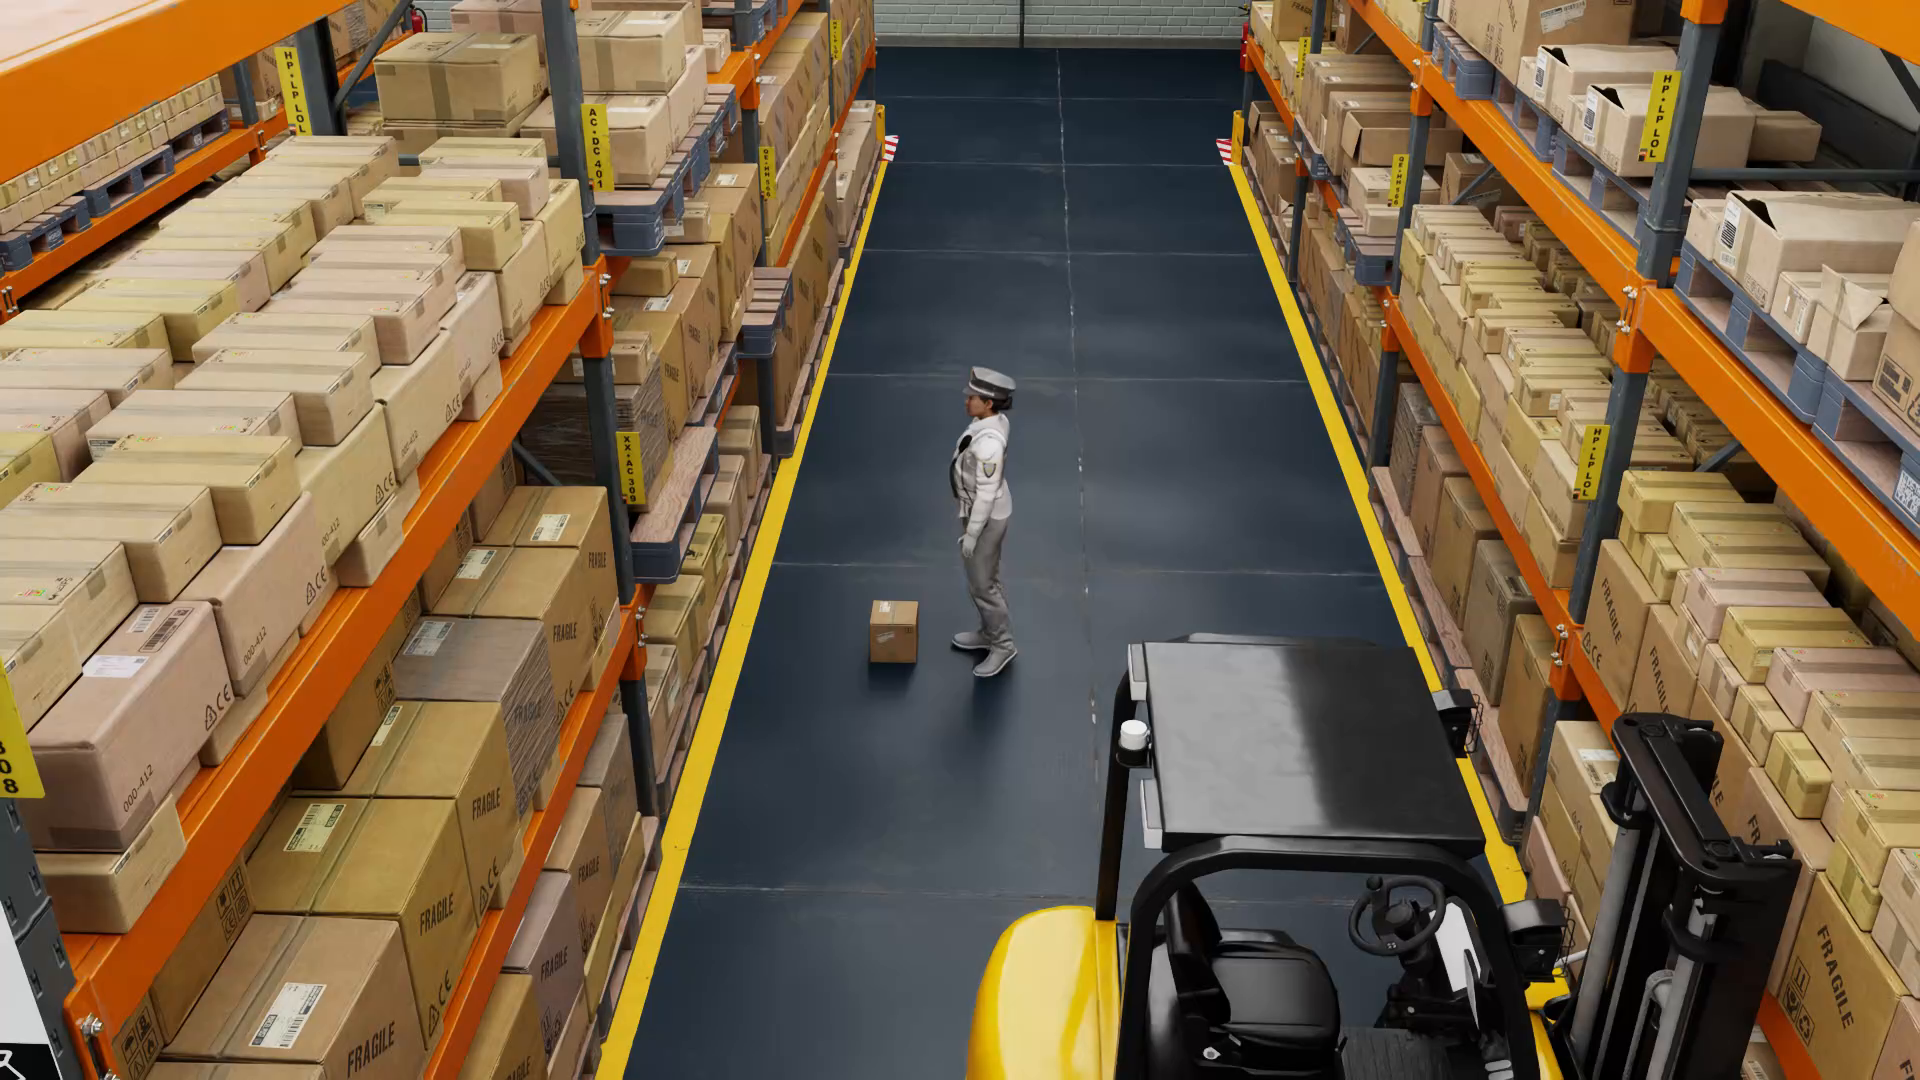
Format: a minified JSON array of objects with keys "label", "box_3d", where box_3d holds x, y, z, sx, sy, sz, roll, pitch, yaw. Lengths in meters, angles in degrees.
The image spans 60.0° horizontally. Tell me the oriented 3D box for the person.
[{"label":"person","box_3d":[0.136,-0.106,8.801,0.369,1.713,0.483,2,28,3]}]
